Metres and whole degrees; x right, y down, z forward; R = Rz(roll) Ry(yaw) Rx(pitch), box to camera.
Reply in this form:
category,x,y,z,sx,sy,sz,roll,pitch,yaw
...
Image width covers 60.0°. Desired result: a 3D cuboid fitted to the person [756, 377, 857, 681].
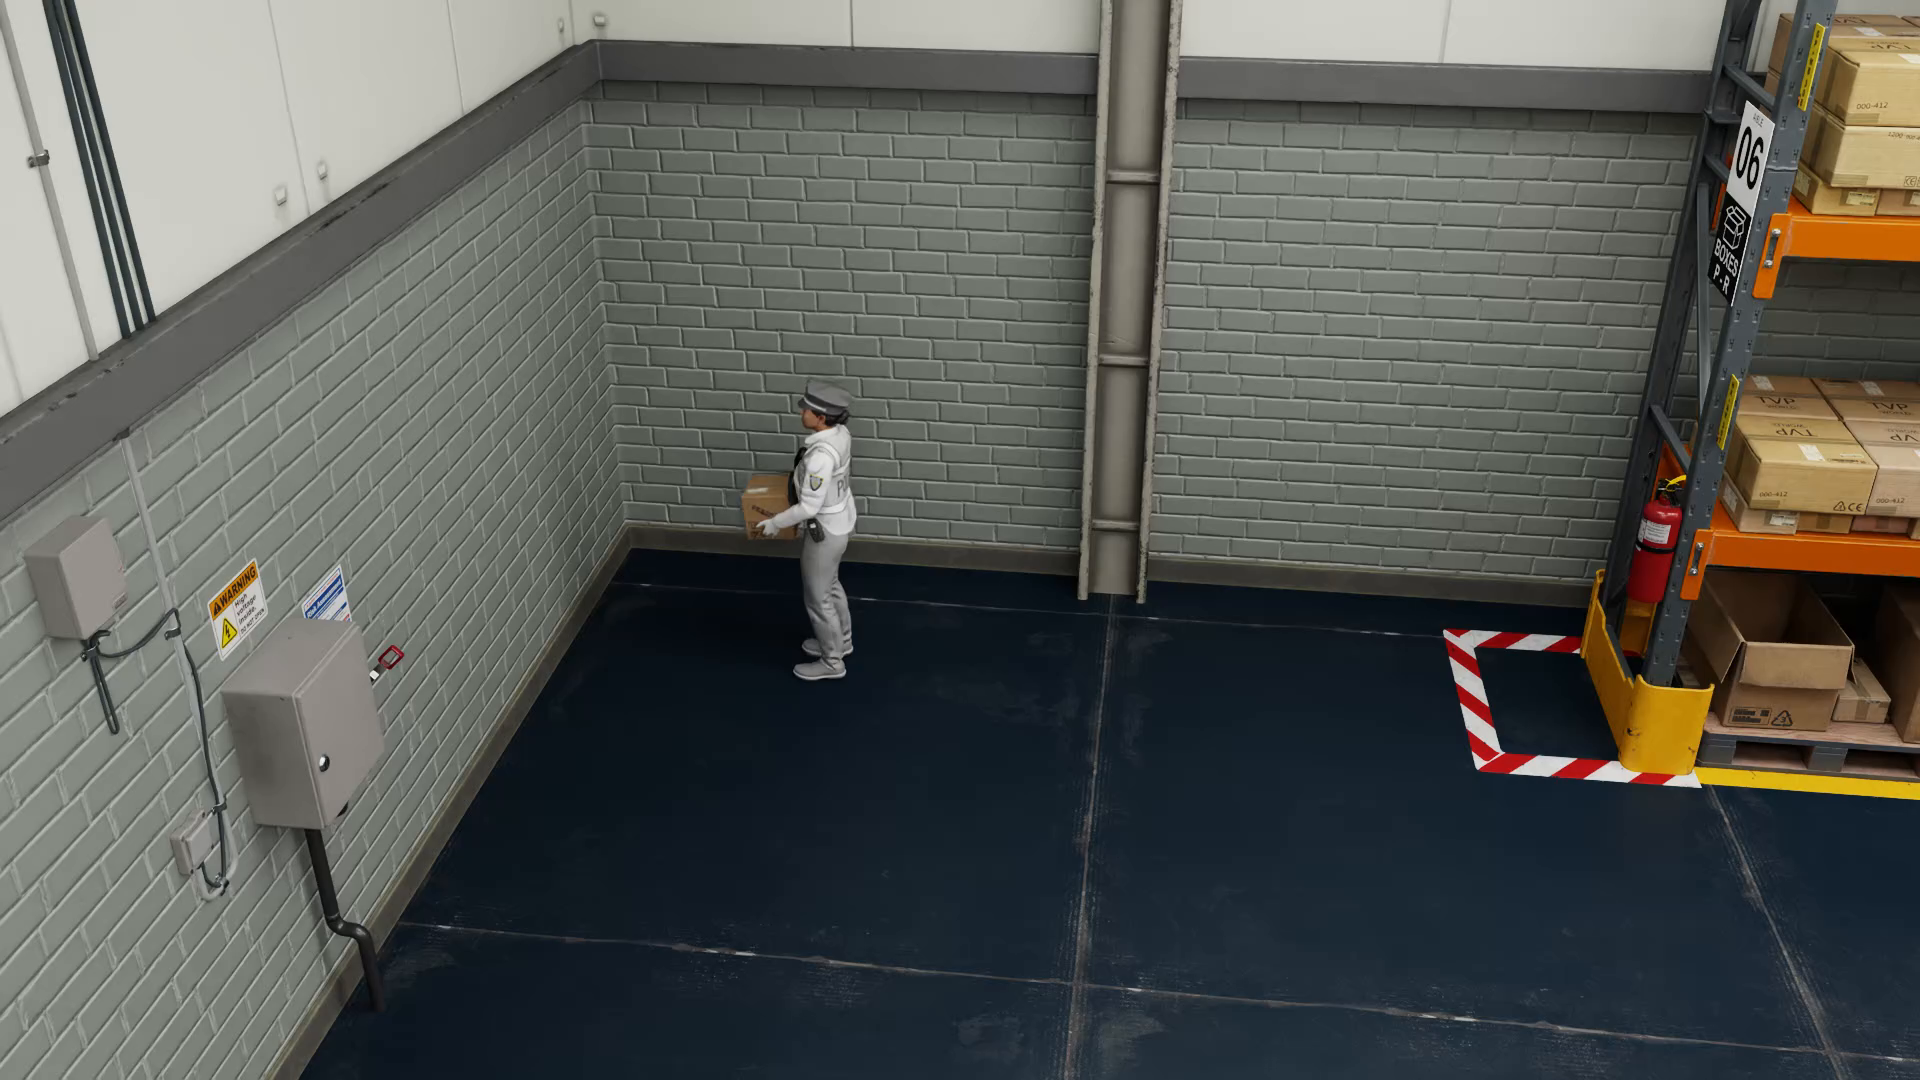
category,x,y,z,sx,sy,sz,roll,pitch,yaw
person,-0.787,-0.062,8.704,0.504,1.692,0.486,3,29,6
